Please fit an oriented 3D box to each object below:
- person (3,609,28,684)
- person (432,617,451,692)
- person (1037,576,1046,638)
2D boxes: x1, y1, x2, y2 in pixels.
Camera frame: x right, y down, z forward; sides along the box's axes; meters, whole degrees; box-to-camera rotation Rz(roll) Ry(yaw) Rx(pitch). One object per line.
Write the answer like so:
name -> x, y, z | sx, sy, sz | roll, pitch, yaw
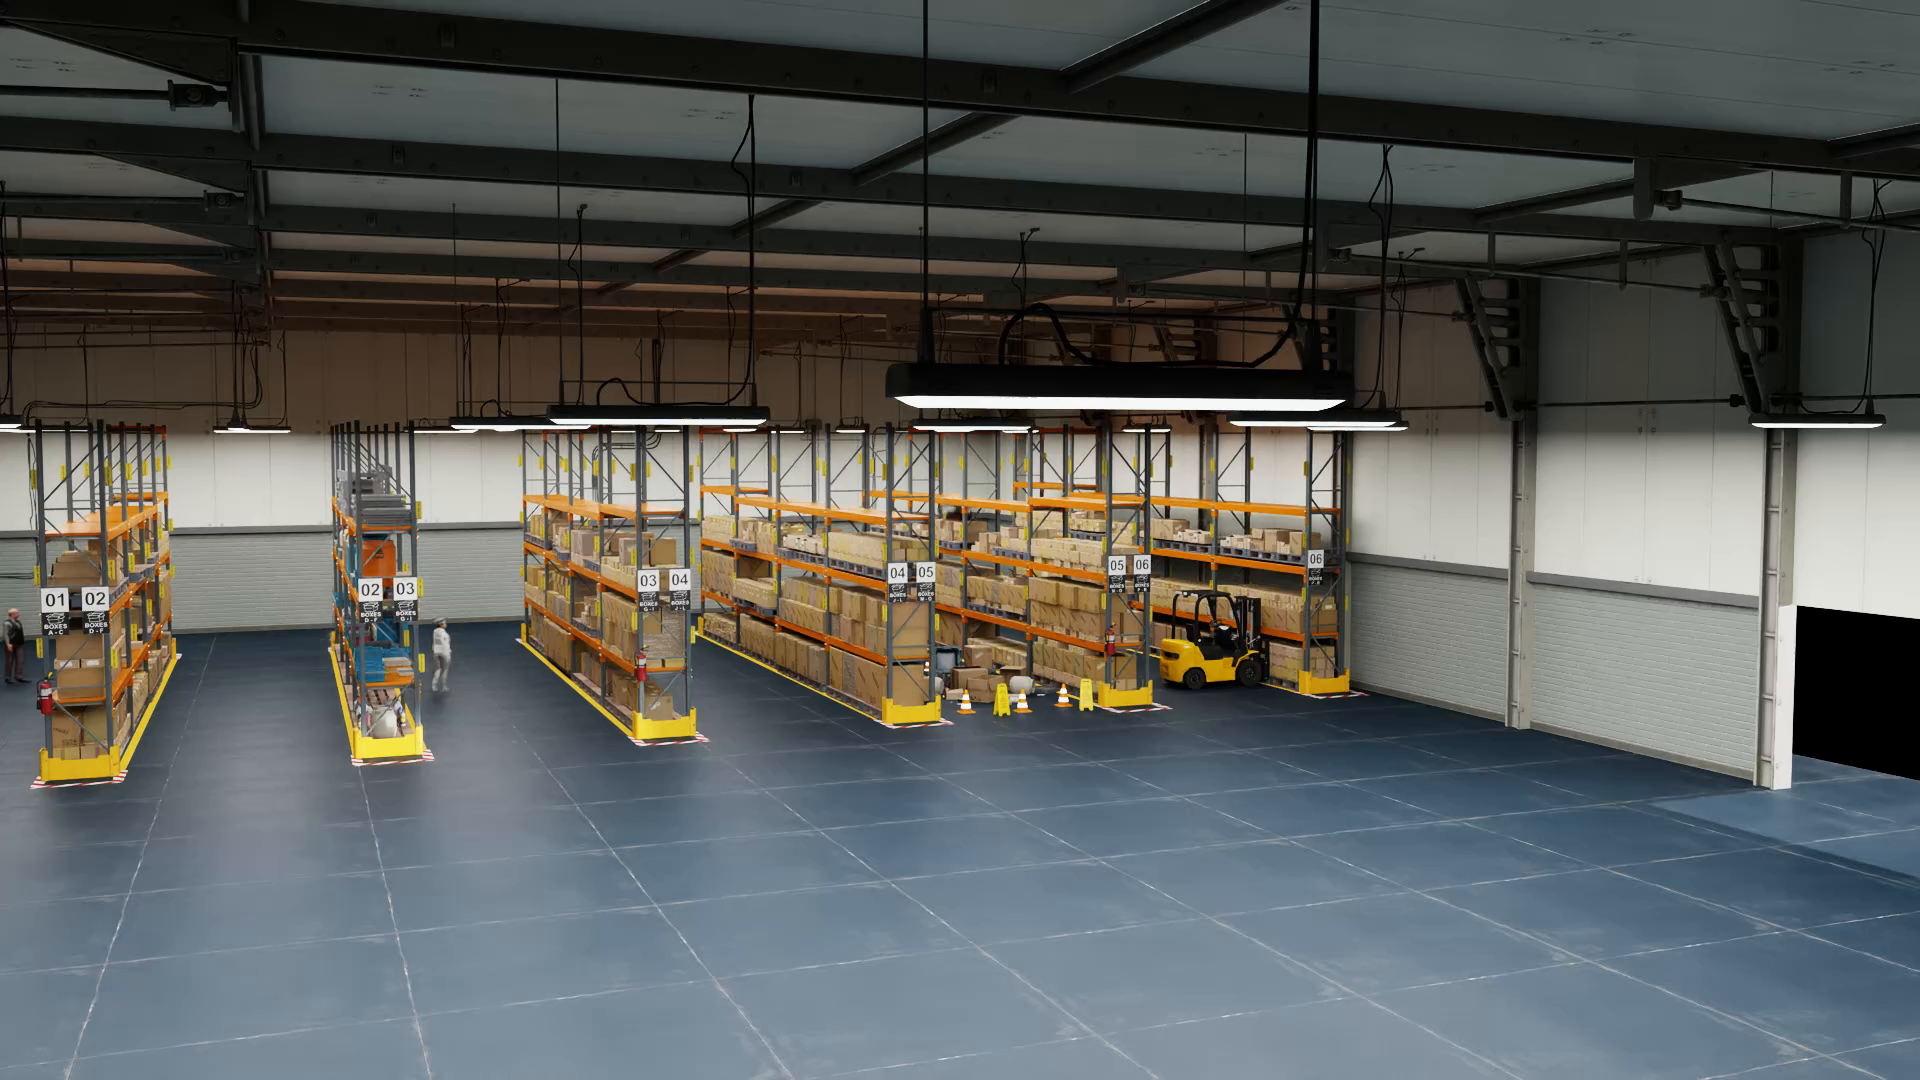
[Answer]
person -> -21.879, 2.457, 38.481 | 0.472, 1.733, 0.565 | 2, 4, 24
person -> -11.569, 2.549, 37.088 | 0.477, 1.684, 0.466 | 1, 4, 19
person -> 2.388, 1.912, 46.987 | 0.454, 1.767, 0.644 | -1, 4, -14
